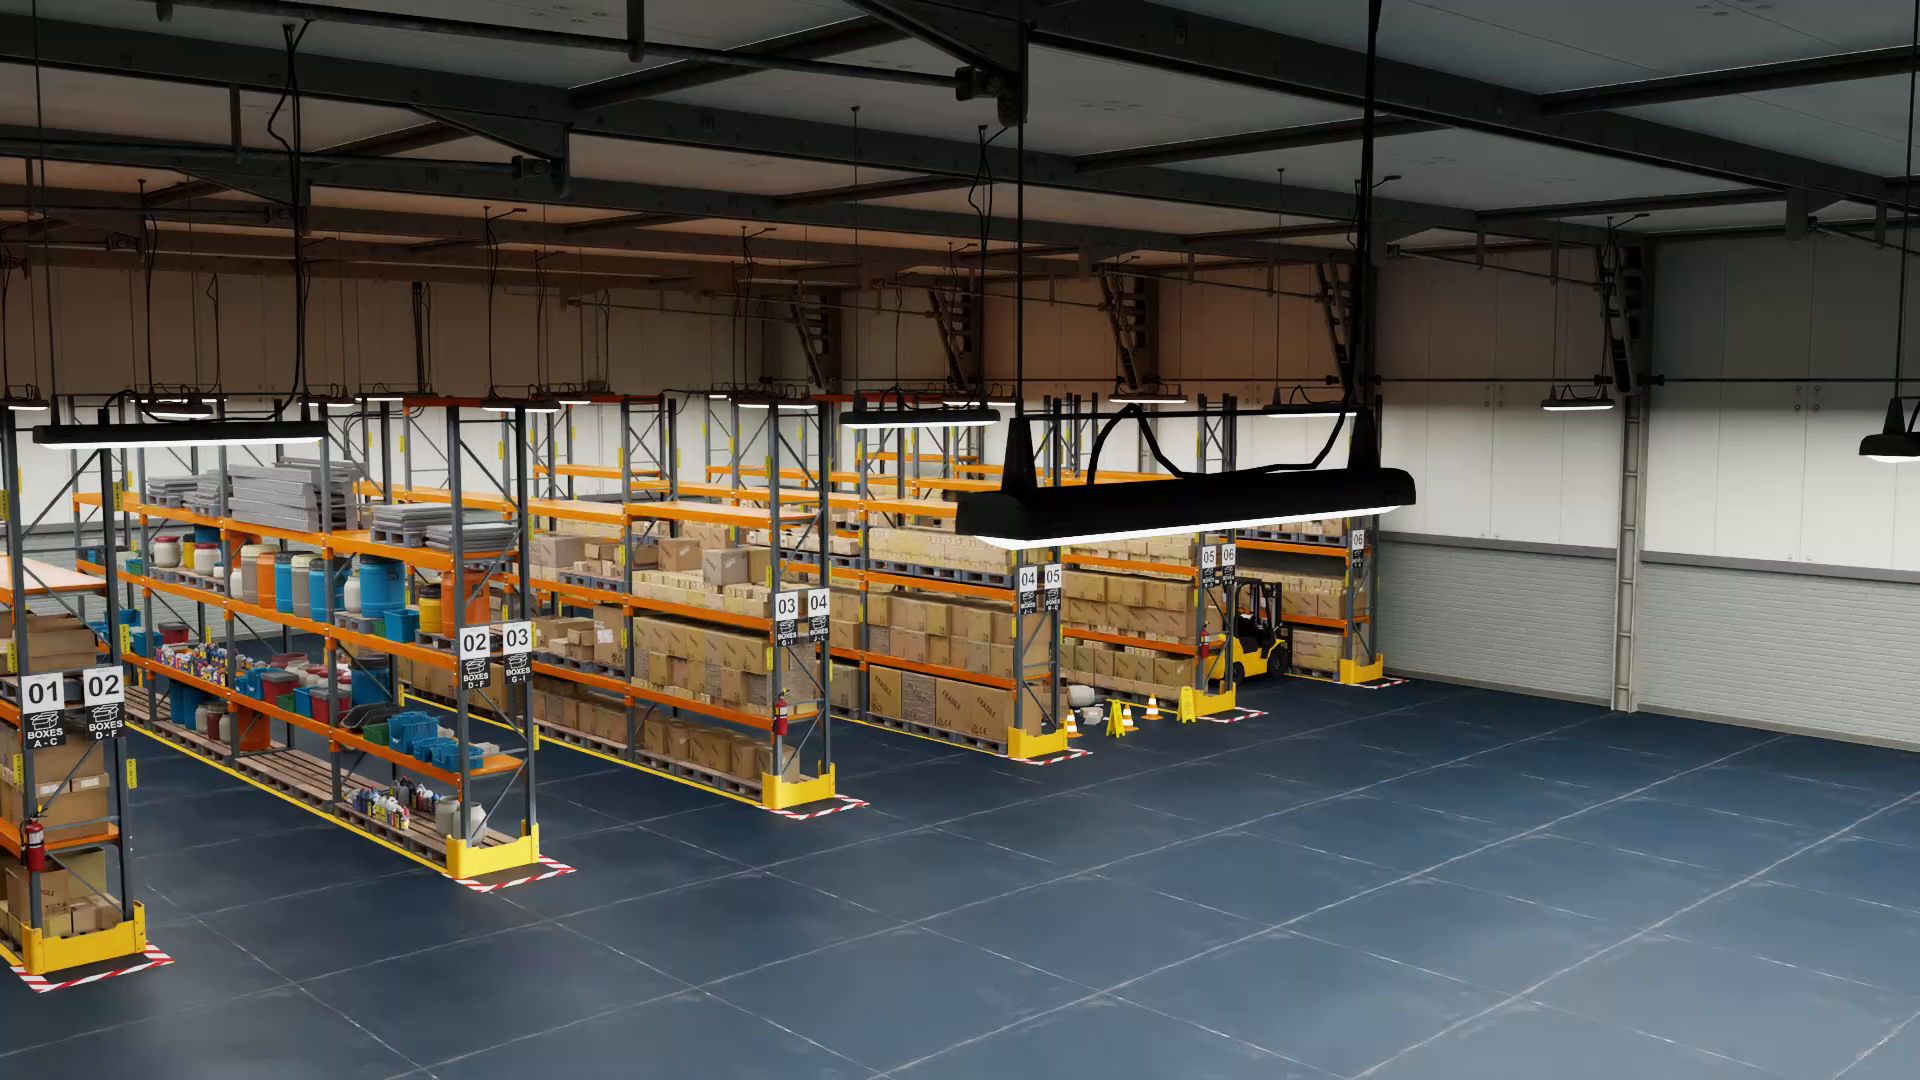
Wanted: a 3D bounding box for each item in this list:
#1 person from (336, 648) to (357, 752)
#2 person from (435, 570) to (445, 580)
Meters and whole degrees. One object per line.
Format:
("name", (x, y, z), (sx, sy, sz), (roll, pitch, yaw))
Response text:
("person", (-10.421, 2.735, 28.413), (0.611, 1.802, 0.595), (0, 6, 5))
("person", (-12.861, 1.531, 41.290), (0.602, 1.675, 0.446), (-4, 7, -33))
